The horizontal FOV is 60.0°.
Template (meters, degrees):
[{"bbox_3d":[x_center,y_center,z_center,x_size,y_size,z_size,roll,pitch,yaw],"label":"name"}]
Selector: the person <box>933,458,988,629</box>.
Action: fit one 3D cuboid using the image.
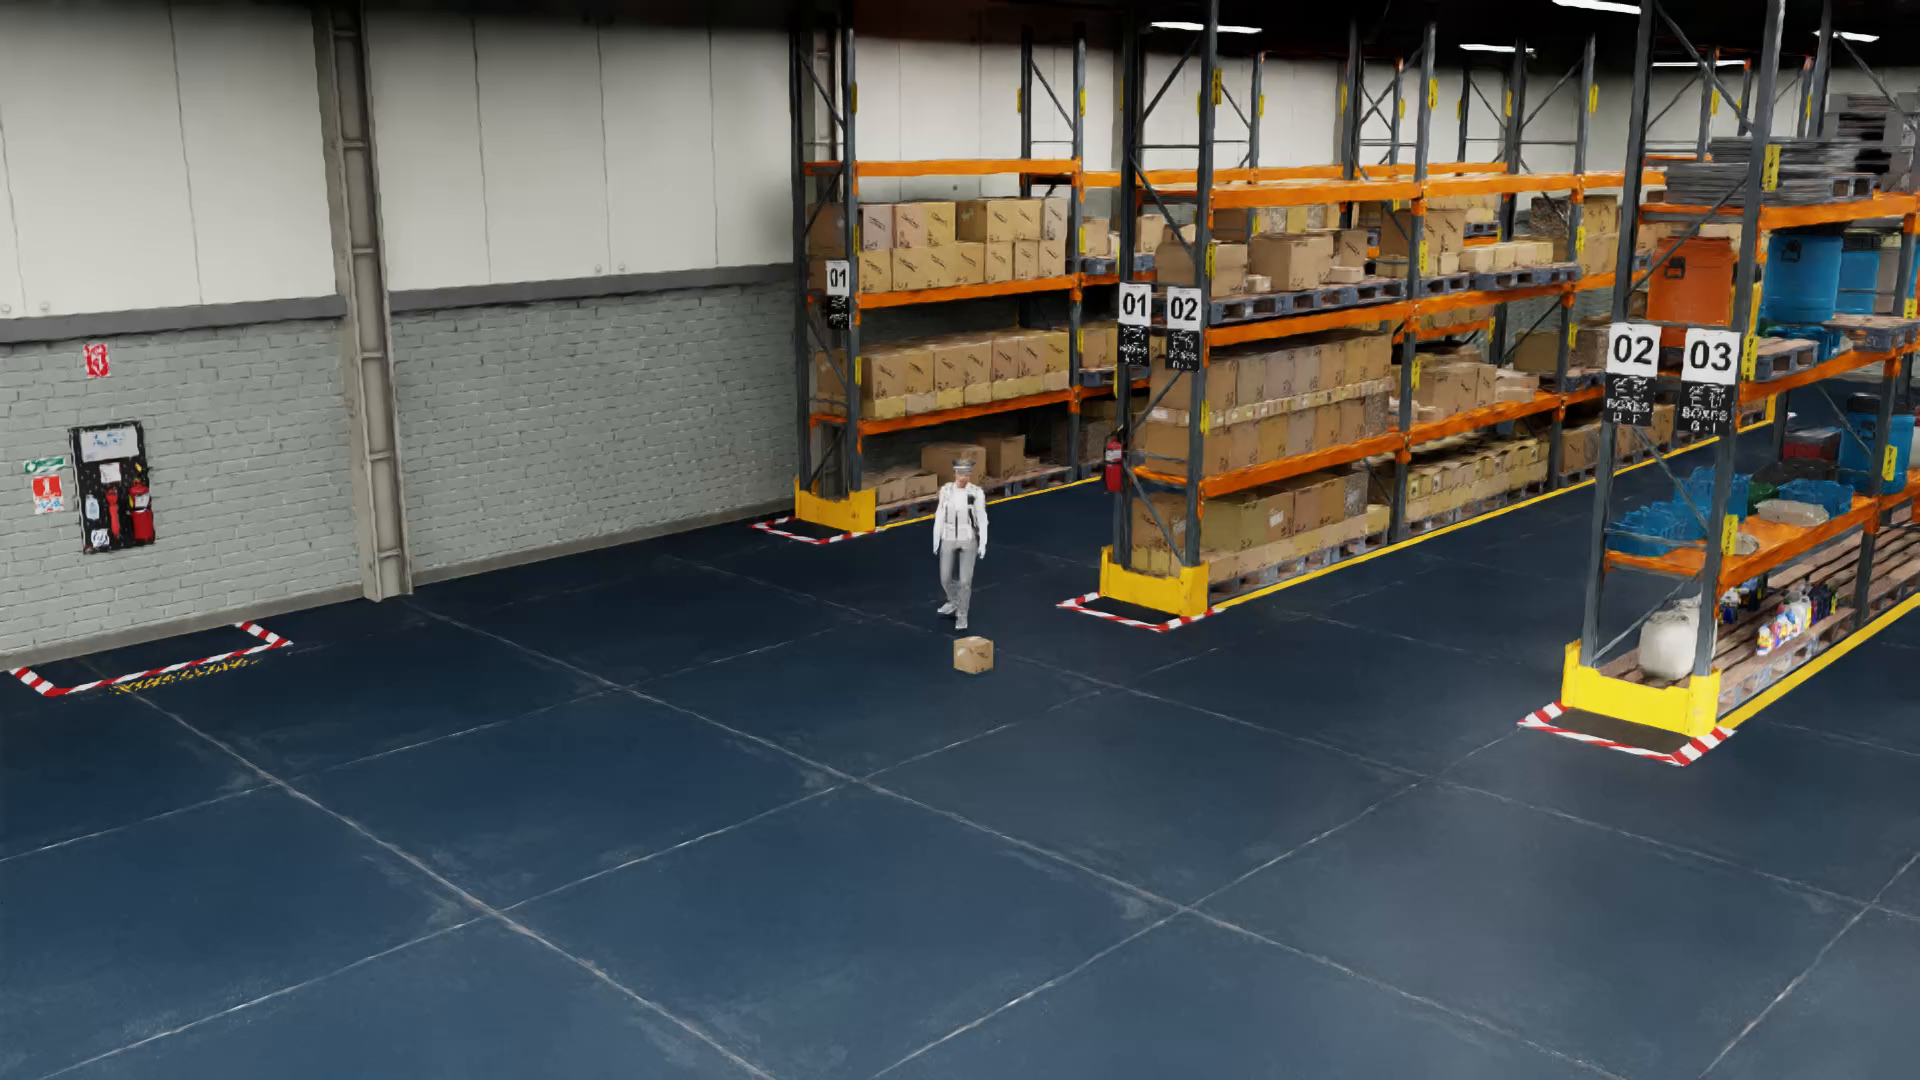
[{"bbox_3d":[0.017,-0.006,16.005,0.532,1.670,0.526,3,14,14],"label":"person"}]
